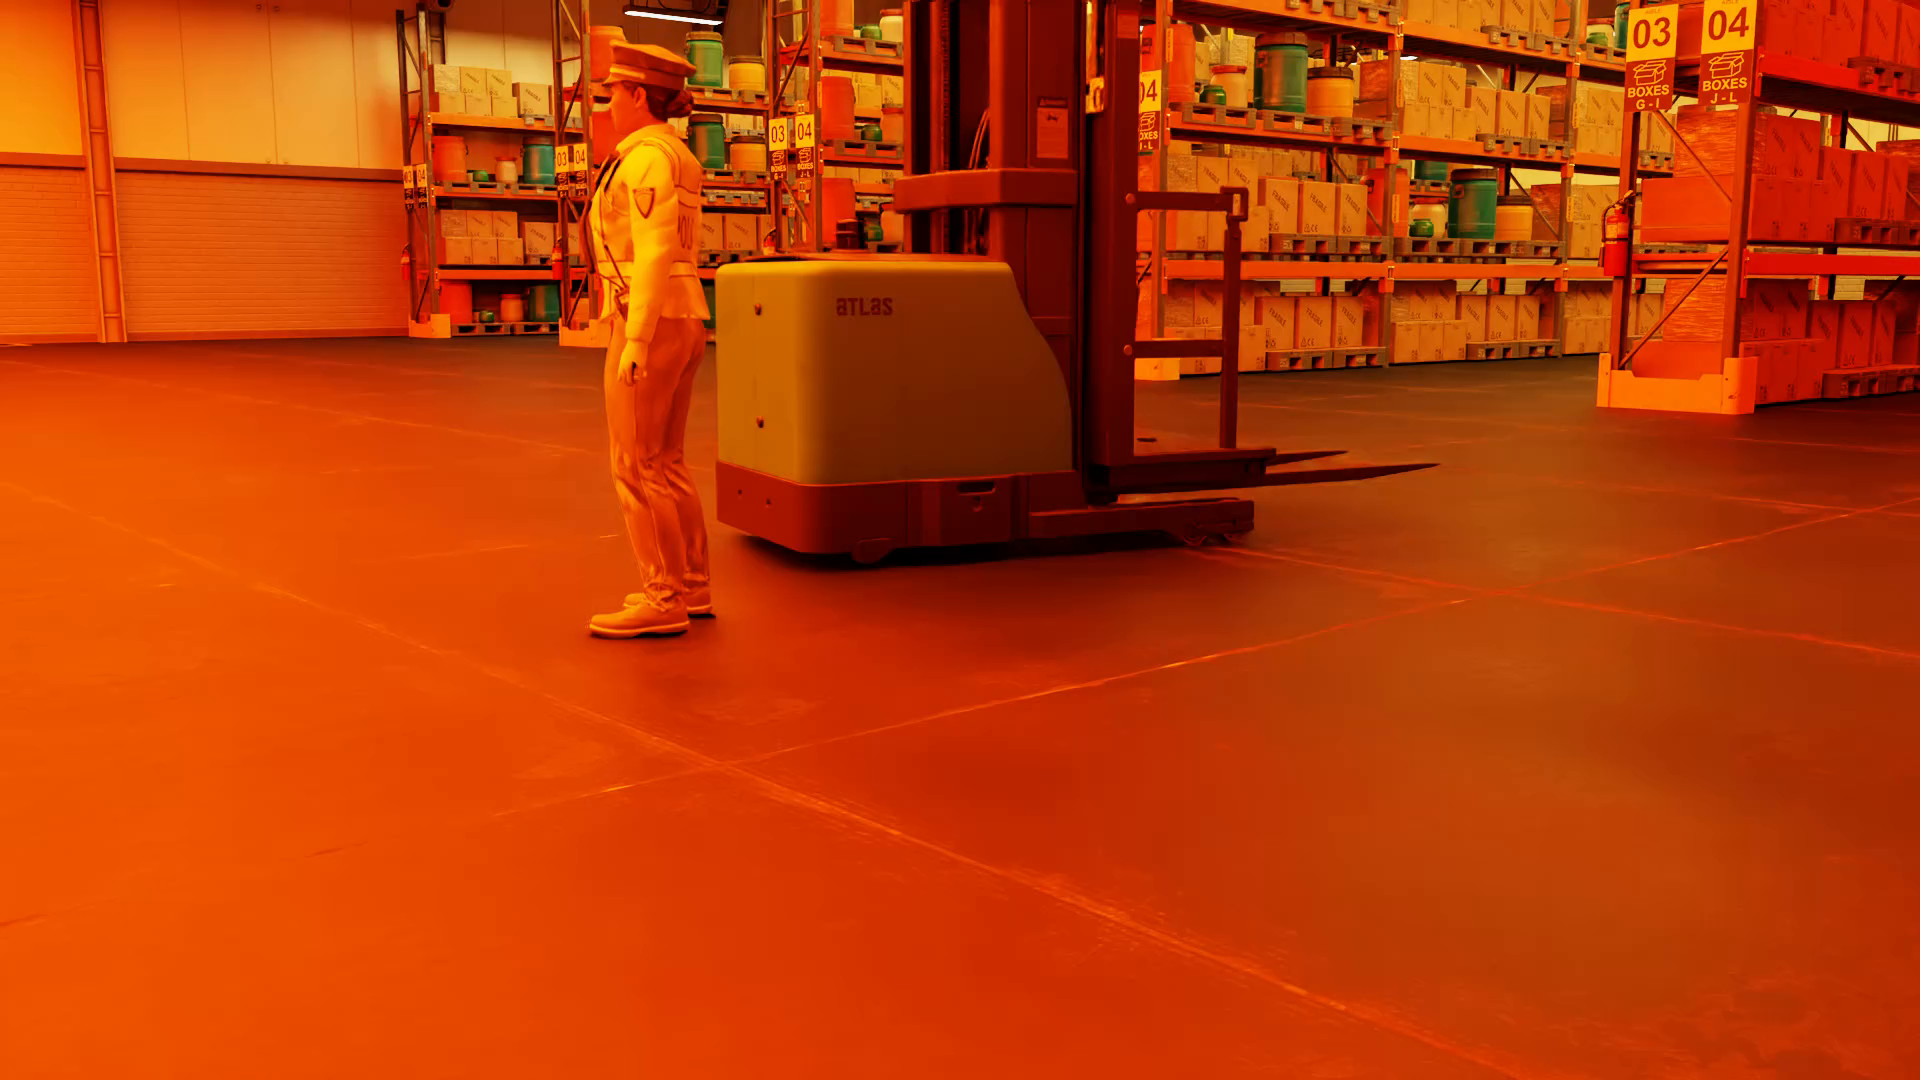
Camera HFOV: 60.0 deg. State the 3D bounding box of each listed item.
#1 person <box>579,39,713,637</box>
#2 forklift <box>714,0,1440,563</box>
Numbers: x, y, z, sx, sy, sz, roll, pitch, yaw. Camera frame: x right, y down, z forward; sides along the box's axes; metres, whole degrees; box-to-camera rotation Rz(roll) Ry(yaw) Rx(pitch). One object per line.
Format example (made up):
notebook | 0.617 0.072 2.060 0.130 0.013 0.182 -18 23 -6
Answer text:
person | -0.895 -0.581 4.807 0.332 1.680 0.532 0 9 3
forklift | 0.586 -1.499 6.645 3.031 2.935 1.130 -4 10 -27
